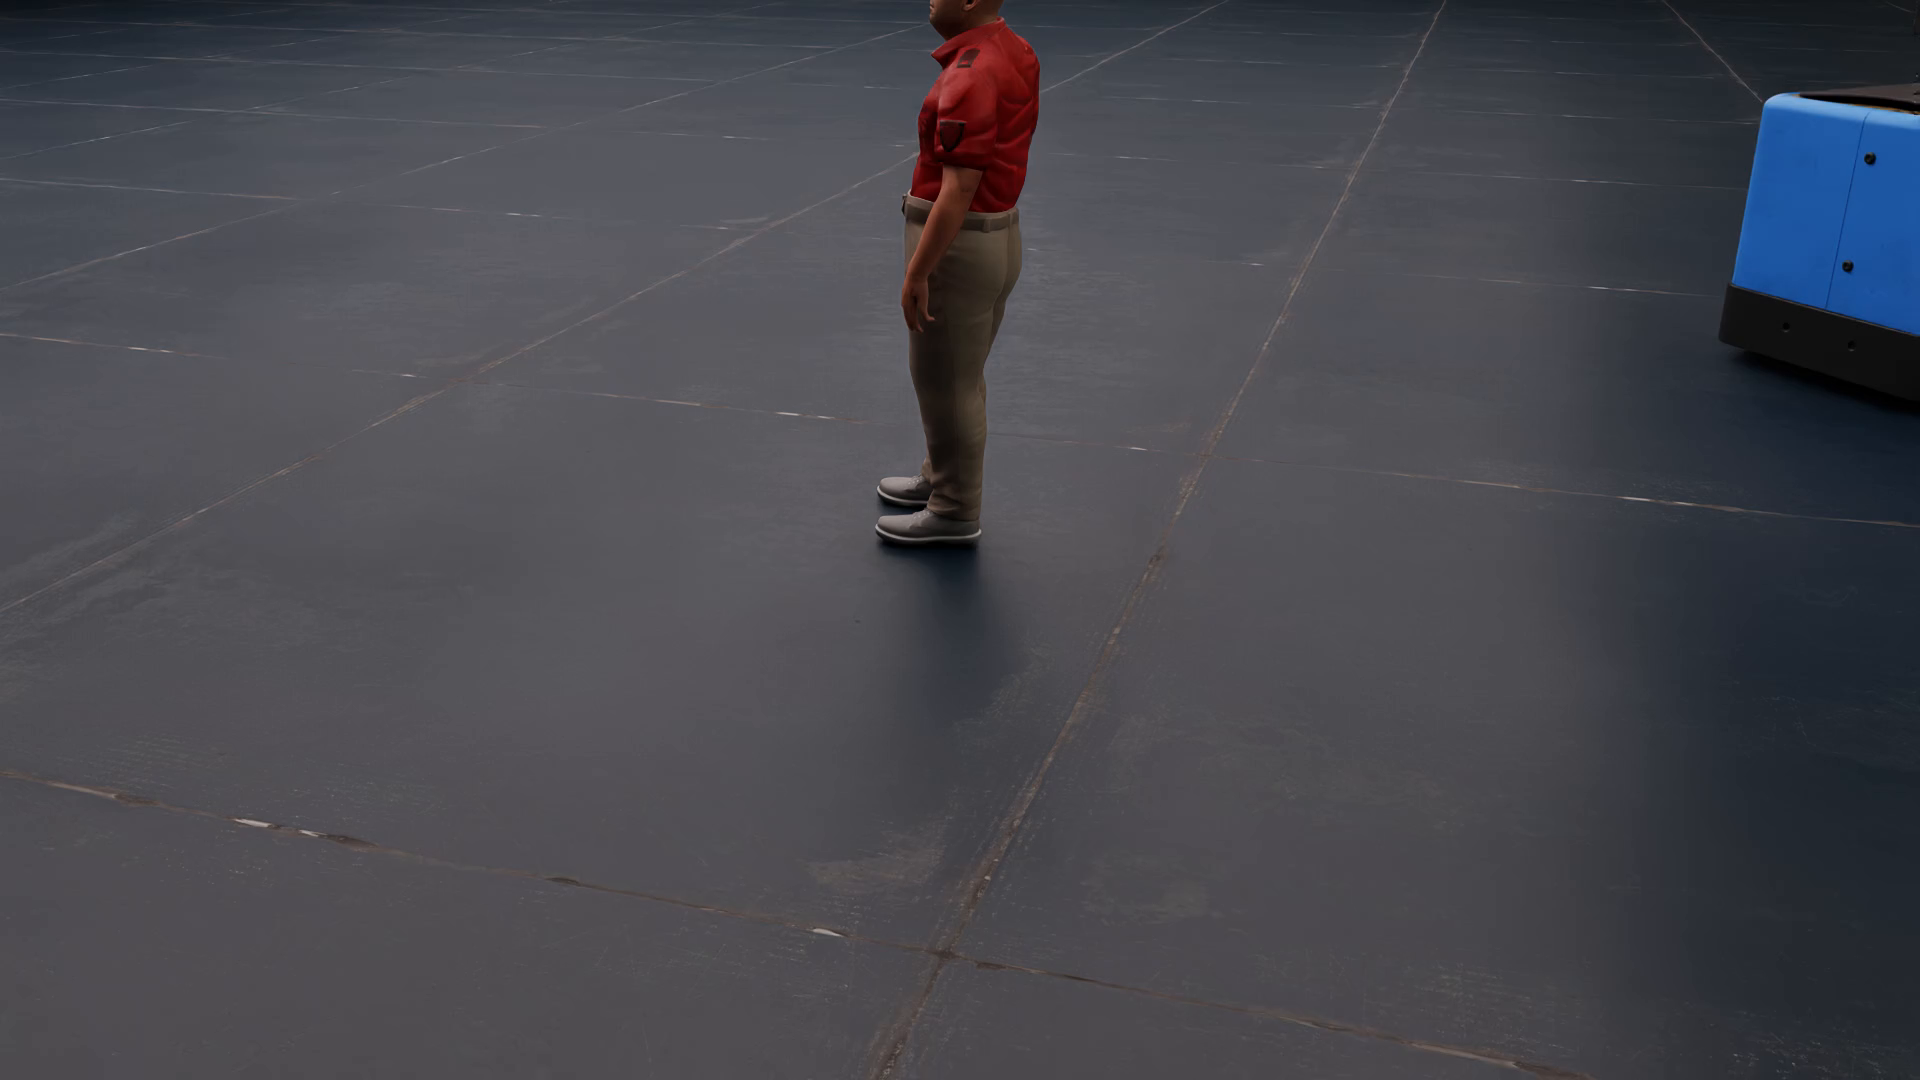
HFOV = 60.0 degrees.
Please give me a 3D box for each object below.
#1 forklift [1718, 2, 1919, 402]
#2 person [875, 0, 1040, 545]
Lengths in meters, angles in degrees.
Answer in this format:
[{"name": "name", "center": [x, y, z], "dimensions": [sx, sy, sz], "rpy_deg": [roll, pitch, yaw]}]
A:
[{"name": "forklift", "center": [4.736, -2.195, 6.597], "dimensions": [3.031, 2.935, 1.130], "rpy_deg": [-10, 24, -22]}, {"name": "person", "center": [-0.082, -0.820, 4.824], "dimensions": [0.551, 1.727, 0.640], "rpy_deg": [7, 23, 16]}]
